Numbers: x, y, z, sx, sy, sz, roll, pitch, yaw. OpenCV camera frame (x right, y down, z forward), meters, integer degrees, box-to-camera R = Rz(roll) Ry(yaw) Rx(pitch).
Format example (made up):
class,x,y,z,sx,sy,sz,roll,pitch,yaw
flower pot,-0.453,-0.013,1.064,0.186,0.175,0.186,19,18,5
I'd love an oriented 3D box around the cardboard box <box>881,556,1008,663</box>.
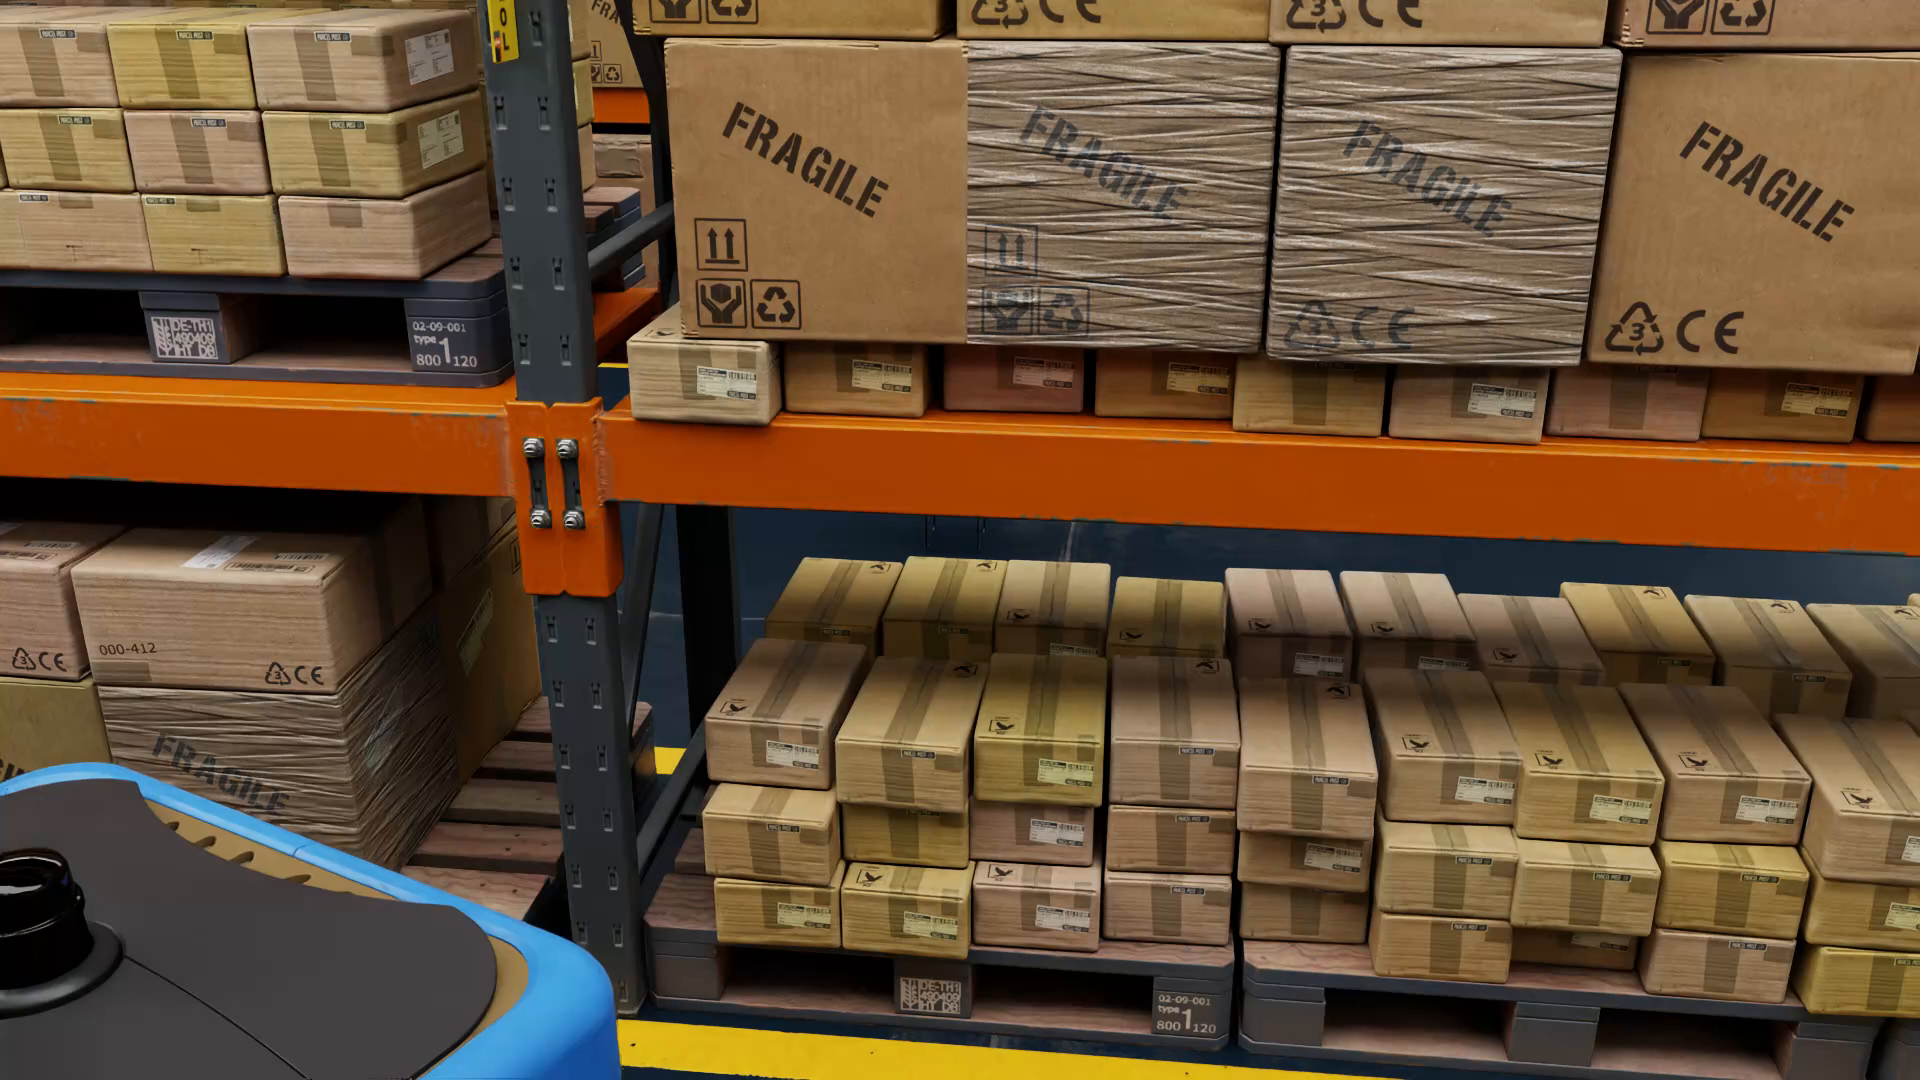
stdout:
class,x,y,z,sx,sy,sz,roll,pitch,yaw
cardboard box,-0.028,0.181,3.900,0.250,0.149,0.380,3,22,7

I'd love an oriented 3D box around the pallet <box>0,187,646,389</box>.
class,x,y,z,sx,sy,sz,roll,pitch,yaw
pallet,-1.413,-0.587,3.606,1.213,0.211,1.003,2,22,6

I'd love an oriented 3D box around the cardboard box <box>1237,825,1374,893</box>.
class,x,y,z,sx,sy,sz,roll,pitch,yaw
cardboard box,0.698,0.543,3.387,0.250,0.149,0.380,4,22,9

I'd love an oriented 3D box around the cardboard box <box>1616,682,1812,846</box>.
class,x,y,z,sx,sy,sz,roll,pitch,yaw
cardboard box,1.459,0.432,3.264,0.250,0.149,0.380,2,22,4

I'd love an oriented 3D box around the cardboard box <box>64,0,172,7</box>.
class,x,y,z,sx,sy,sz,roll,pitch,yaw
cardboard box,-1.787,-1.164,3.765,0.250,0.149,0.380,2,22,6

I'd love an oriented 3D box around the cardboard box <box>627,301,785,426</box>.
class,x,y,z,sx,sy,sz,roll,pitch,yaw
cardboard box,-0.428,-0.341,3.065,0.250,0.149,0.380,3,22,8

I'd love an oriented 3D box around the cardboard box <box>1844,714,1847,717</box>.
class,x,y,z,sx,sy,sz,roll,pitch,yaw
cardboard box,2.051,0.397,3.757,0.250,0.149,0.380,3,22,8

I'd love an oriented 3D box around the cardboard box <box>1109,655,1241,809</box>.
class,x,y,z,sx,sy,sz,roll,pitch,yaw
cardboard box,0.432,0.384,3.386,0.250,0.149,0.380,2,22,5

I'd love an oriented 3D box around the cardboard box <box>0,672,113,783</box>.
class,x,y,z,sx,sy,sz,roll,pitch,yaw
cardboard box,-1.945,0.415,3.640,0.500,0.500,0.500,2,22,5

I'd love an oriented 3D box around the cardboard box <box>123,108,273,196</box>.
class,x,y,z,sx,sy,sz,roll,pitch,yaw
cardboard box,-1.351,-0.763,3.156,0.250,0.149,0.380,3,22,7

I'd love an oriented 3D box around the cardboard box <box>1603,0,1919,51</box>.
class,x,y,z,sx,sy,sz,roll,pitch,yaw
cardboard box,1.271,-1.059,2.637,0.500,0.500,0.500,2,22,4

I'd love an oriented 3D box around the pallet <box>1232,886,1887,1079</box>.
class,x,y,z,sx,sy,sz,roll,pitch,yaw
pallet,1.215,0.775,3.693,1.213,0.211,1.003,2,22,6

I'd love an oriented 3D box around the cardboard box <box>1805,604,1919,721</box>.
class,x,y,z,sx,sy,sz,roll,pitch,yaw
cardboard box,2.042,0.284,3.639,0.250,0.149,0.380,1,22,4

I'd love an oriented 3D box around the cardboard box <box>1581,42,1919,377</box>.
class,x,y,z,sx,sy,sz,roll,pitch,yaw
cardboard box,1.315,-0.595,2.825,0.500,0.500,0.500,4,22,9

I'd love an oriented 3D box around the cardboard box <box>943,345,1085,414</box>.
class,x,y,z,sx,sy,sz,roll,pitch,yaw
cardboard box,0.108,-0.365,3.125,0.250,0.149,0.380,2,22,4

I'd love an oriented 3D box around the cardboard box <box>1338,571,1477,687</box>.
class,x,y,z,sx,sy,sz,roll,pitch,yaw
cardboard box,1.017,0.214,3.817,0.250,0.149,0.380,2,22,4

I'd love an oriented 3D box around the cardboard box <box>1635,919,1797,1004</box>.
class,x,y,z,sx,sy,sz,roll,pitch,yaw
cardboard box,1.458,0.737,3.303,0.250,0.149,0.380,3,22,7

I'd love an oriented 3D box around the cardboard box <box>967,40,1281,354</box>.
class,x,y,z,sx,sy,sz,roll,pitch,yaw
cardboard box,0.284,-0.643,2.945,0.500,0.500,0.500,2,22,6

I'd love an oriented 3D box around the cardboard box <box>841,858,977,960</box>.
class,x,y,z,sx,sy,sz,roll,pitch,yaw
cardboard box,-0.083,0.685,3.434,0.250,0.149,0.380,3,22,8

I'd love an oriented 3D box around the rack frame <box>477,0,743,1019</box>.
class,x,y,z,sx,sy,sz,roll,pitch,yaw
rack frame,-0.671,-0.590,3.352,0.127,3.000,1.000,2,22,6

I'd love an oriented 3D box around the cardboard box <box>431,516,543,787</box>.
class,x,y,z,sx,sy,sz,roll,pitch,yaw
cardboard box,-1.373,0.248,4.061,0.500,0.500,0.500,3,22,8

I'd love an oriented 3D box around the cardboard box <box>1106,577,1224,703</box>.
class,x,y,z,sx,sy,sz,roll,pitch,yaw
cardboard box,0.468,0.229,3.779,0.250,0.149,0.380,3,22,8

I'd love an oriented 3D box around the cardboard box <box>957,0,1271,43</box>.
class,x,y,z,sx,sy,sz,roll,pitch,yaw
cardboard box,0.265,-1.115,2.778,0.500,0.500,0.500,2,22,5

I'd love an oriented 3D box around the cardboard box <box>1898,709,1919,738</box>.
class,x,y,z,sx,sy,sz,roll,pitch,yaw
cardboard box,1.981,0.475,3.155,0.250,0.149,0.380,2,22,4

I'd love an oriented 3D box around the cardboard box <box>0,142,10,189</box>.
class,x,y,z,sx,sy,sz,roll,pitch,yaw
cardboard box,-1.869,-0.785,3.211,0.250,0.149,0.380,2,22,5

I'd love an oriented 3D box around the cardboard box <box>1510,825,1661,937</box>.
class,x,y,z,sx,sy,sz,roll,pitch,yaw
cardboard box,1.183,0.597,3.251,0.250,0.149,0.380,3,22,7

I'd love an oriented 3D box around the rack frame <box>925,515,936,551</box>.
class,x,y,z,sx,sy,sz,roll,pitch,yaw
rack frame,-0.105,-0.563,5.731,0.006,1.200,0.240,2,22,6

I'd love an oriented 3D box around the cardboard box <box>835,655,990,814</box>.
class,x,y,z,sx,sy,sz,roll,pitch,yaw
cardboard box,-0.087,0.388,3.376,0.250,0.149,0.380,4,22,9

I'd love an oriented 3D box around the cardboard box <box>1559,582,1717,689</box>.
class,x,y,z,sx,sy,sz,roll,pitch,yaw
cardboard box,1.512,0.240,3.749,0.250,0.149,0.380,3,22,7

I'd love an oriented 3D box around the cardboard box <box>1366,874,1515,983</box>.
class,x,y,z,sx,sy,sz,roll,pitch,yaw
cardboard box,0.946,0.715,3.358,0.250,0.149,0.380,2,22,5

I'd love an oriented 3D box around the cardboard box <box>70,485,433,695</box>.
class,x,y,z,sx,sy,sz,roll,pitch,yaw
cardboard box,-1.440,0.088,3.445,0.500,0.250,0.500,2,22,5

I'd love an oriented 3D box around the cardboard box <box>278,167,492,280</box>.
class,x,y,z,sx,sy,sz,roll,pitch,yaw
cardboard box,-1.088,-0.613,3.182,0.250,0.149,0.380,2,22,5

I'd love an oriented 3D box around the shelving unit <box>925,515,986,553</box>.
class,x,y,z,sx,sy,sz,roll,pitch,yaw
shelving unit,-0.014,-0.559,5.721,0.189,1.200,0.258,2,22,6

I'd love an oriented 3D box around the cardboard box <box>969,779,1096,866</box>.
class,x,y,z,sx,sy,sz,roll,pitch,yaw
cardboard box,0.160,0.510,3.471,0.250,0.149,0.380,2,22,6

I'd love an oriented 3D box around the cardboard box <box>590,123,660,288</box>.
class,x,y,z,sx,sy,sz,roll,pitch,yaw
cardboard box,-1.512,-1.663,8.384,0.875,0.875,1.225,2,22,4

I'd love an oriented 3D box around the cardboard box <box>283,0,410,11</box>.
class,x,y,z,sx,sy,sz,roll,pitch,yaw
cardboard box,-1.286,-1.140,3.705,0.250,0.149,0.380,3,22,8

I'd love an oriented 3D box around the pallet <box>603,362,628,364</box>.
class,x,y,z,sx,sy,sz,roll,pitch,yaw
pallet,-1.977,-1.158,8.581,1.213,0.211,1.003,2,22,6

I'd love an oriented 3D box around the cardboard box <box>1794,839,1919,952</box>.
class,x,y,z,sx,sy,sz,roll,pitch,yaw
cardboard box,1.712,0.617,3.201,0.250,0.149,0.380,3,22,7

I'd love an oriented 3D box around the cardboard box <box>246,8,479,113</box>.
class,x,y,z,sx,sy,sz,roll,pitch,yaw
cardboard box,-1.092,-0.891,3.076,0.250,0.149,0.380,3,22,9

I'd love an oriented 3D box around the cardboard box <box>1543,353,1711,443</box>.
class,x,y,z,sx,sy,sz,roll,pitch,yaw
cardboard box,1.157,-0.308,2.980,0.250,0.149,0.380,3,22,8

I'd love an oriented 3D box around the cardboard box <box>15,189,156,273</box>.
class,x,y,z,sx,sy,sz,roll,pitch,yaw
cardboard box,-1.594,-0.636,3.239,0.250,0.149,0.380,2,22,6

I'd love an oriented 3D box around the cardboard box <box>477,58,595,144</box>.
class,x,y,z,sx,sy,sz,roll,pitch,yaw
cardboard box,-1.008,-0.992,3.735,0.250,0.149,0.380,3,22,7

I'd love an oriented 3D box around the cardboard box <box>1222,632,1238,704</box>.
class,x,y,z,sx,sy,sz,roll,pitch,yaw
cardboard box,0.711,0.363,3.845,0.250,0.149,0.380,3,22,8

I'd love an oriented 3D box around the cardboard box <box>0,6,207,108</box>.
class,x,y,z,sx,sy,sz,roll,pitch,yaw
cardboard box,-1.616,-0.914,3.134,0.250,0.149,0.380,2,22,5

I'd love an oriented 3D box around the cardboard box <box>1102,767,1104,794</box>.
class,x,y,z,sx,sy,sz,roll,pitch,yaw
cardboard box,0.277,0.463,3.996,0.250,0.149,0.380,2,22,5

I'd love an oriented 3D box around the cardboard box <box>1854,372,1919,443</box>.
class,x,y,z,sx,sy,sz,roll,pitch,yaw
cardboard box,1.676,-0.299,2.958,0.250,0.149,0.380,2,22,4

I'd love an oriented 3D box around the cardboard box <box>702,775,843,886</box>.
class,x,y,z,sx,sy,sz,roll,pitch,yaw
cardboard box,-0.348,0.535,3.409,0.250,0.149,0.380,3,22,9

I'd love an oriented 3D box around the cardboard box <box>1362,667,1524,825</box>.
class,x,y,z,sx,sy,sz,roll,pitch,yaw
cardboard box,0.956,0.406,3.330,0.250,0.149,0.380,2,22,4

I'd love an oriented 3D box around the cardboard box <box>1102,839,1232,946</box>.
class,x,y,z,sx,sy,sz,roll,pitch,yaw
cardboard box,0.428,0.670,3.473,0.250,0.149,0.380,2,22,5

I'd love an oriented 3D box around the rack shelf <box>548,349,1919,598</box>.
class,x,y,z,sx,sy,sz,roll,pitch,yaw
rack shelf,1.315,-0.169,3.266,4.000,0.370,1.077,2,22,6

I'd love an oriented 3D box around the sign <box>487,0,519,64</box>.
class,x,y,z,sx,sy,sz,roll,pitch,yaw
sign,-0.733,-0.926,2.627,0.005,0.325,0.100,2,22,6

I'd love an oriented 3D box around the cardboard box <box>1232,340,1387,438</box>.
class,x,y,z,sx,sy,sz,roll,pitch,yaw
cardboard box,0.620,-0.316,3.002,0.250,0.149,0.380,3,22,7
